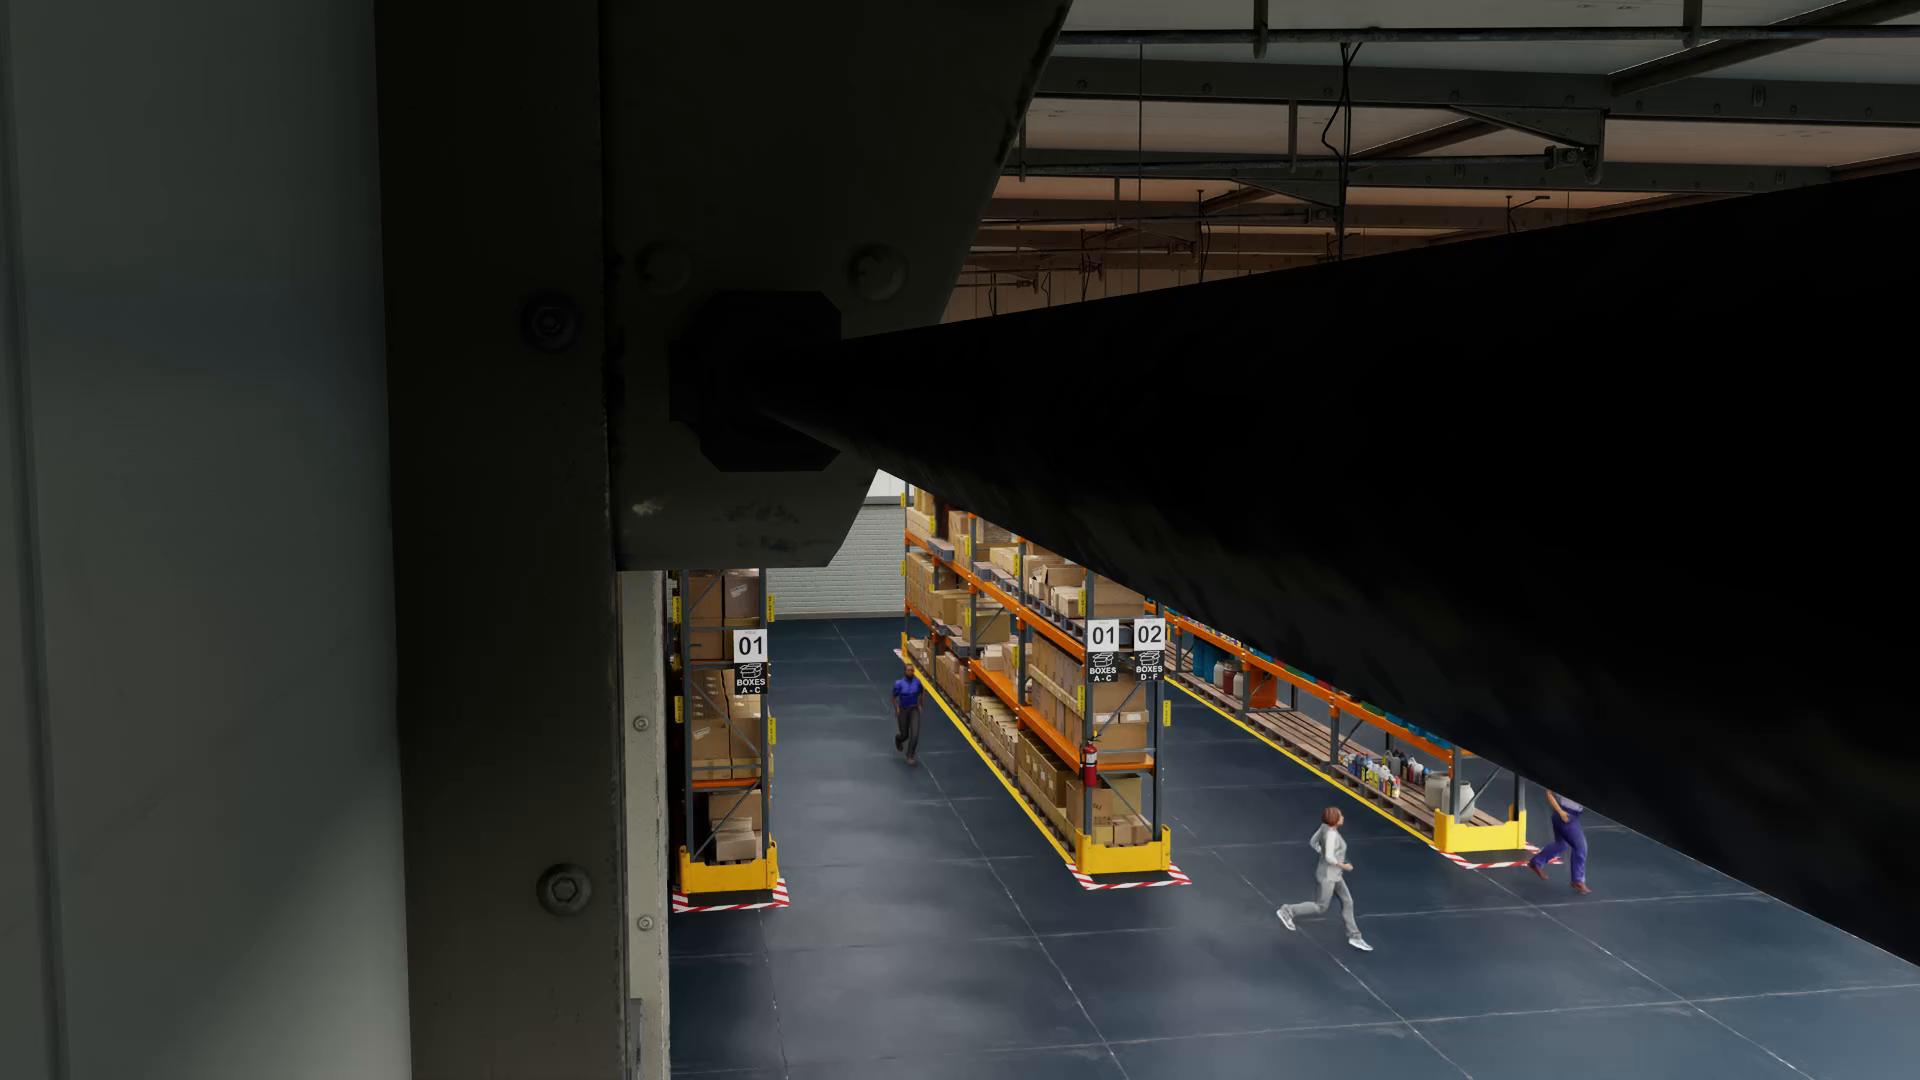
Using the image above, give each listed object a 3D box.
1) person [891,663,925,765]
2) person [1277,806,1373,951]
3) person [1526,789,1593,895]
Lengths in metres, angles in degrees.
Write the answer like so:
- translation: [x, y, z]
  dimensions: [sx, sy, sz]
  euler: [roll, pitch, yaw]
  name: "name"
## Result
- translation: [-0.841, 2.765, 26.765]
  dimensions: [0.562, 1.613, 0.687]
  euler: [-2, 6, -16]
  name: "person"
- translation: [3.984, 3.682, 18.109]
  dimensions: [1.023, 1.590, 0.513]
  euler: [2, 6, 16]
  name: "person"
- translation: [7.346, 3.427, 20.279]
  dimensions: [0.802, 1.702, 0.608]
  euler: [3, 7, 27]
  name: "person"
